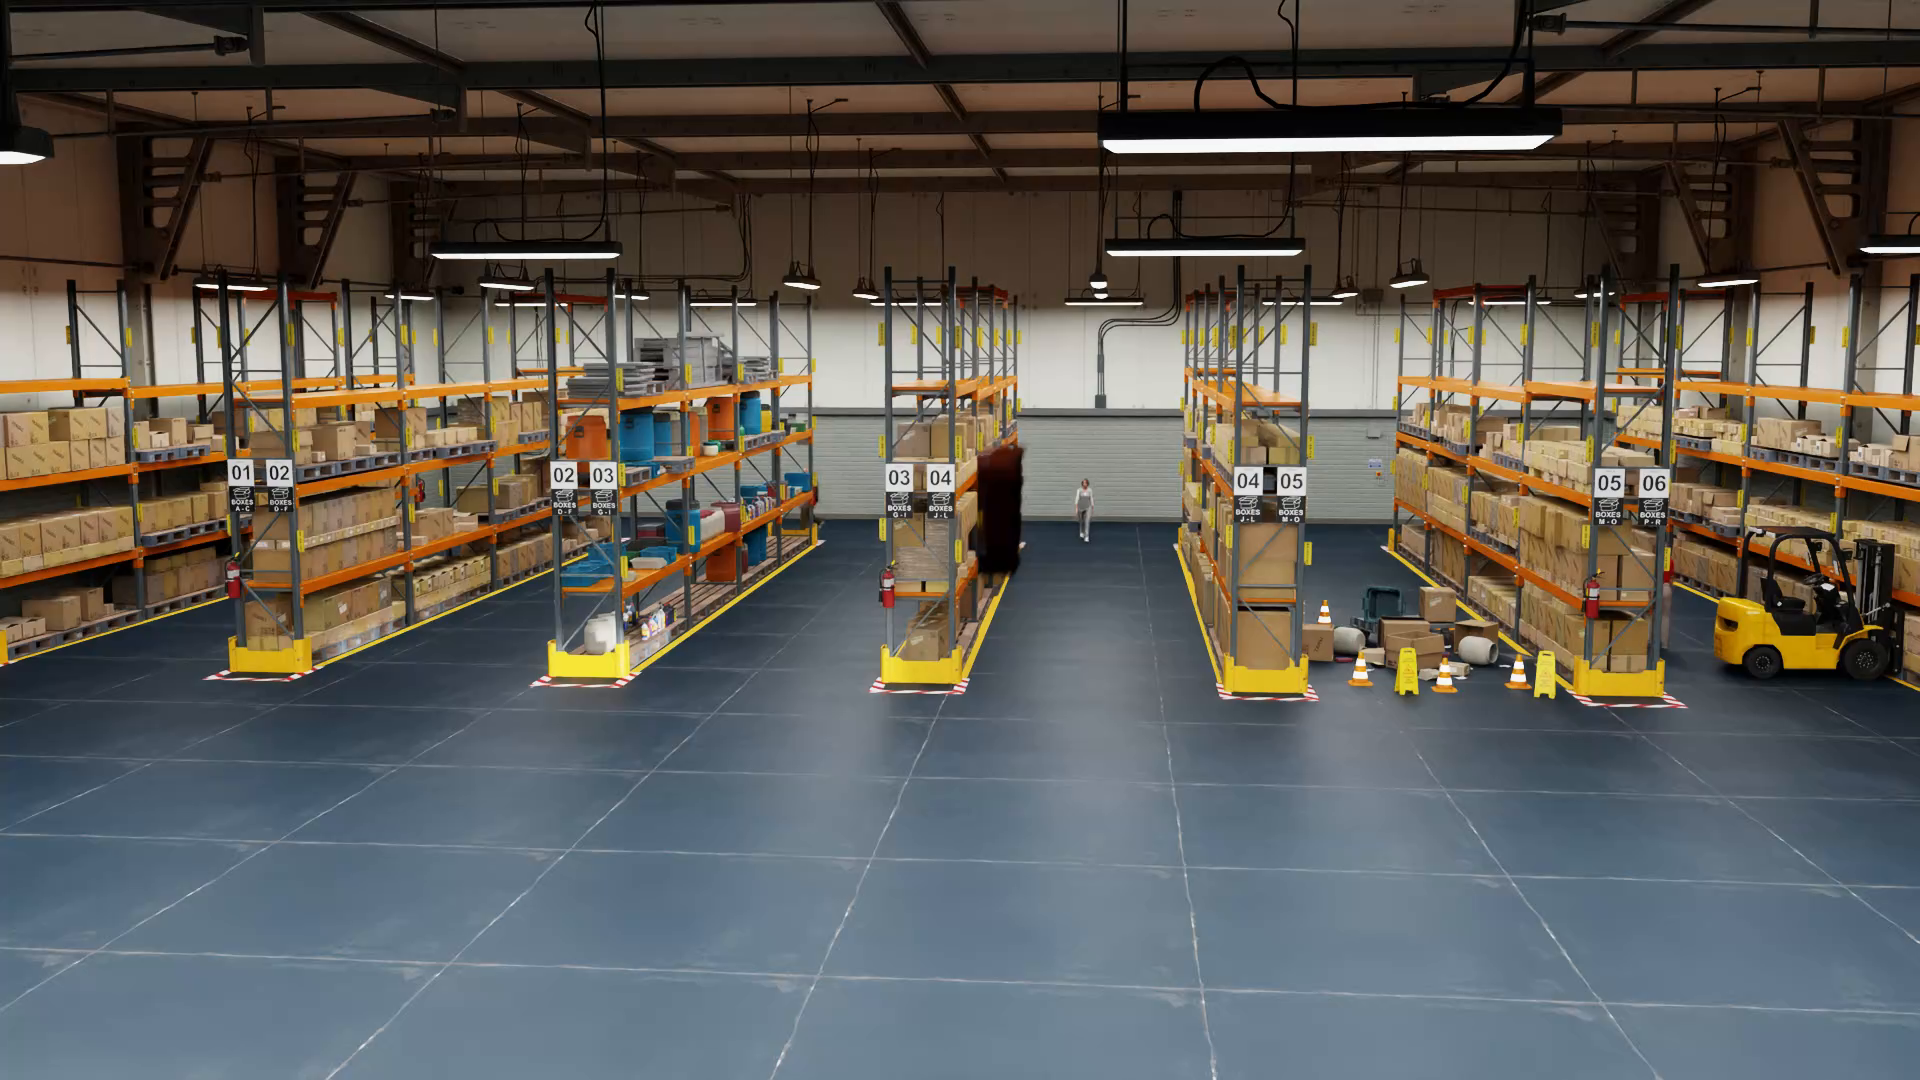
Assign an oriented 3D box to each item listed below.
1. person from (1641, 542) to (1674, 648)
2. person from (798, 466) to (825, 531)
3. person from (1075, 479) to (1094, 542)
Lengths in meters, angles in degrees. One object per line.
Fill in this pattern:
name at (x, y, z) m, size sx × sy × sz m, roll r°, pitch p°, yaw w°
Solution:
person at (11.326, 0.915, 26.920) m, size 0.538 × 1.778 × 0.604 m, roll 0°, pitch 7°, yaw 1°
person at (-3.838, -1.007, 42.216) m, size 0.933 × 1.749 × 0.549 m, roll -5°, pitch 8°, yaw -33°
person at (3.067, -0.754, 41.013) m, size 0.456 × 1.537 × 0.994 m, roll 1°, pitch 7°, yaw 4°
